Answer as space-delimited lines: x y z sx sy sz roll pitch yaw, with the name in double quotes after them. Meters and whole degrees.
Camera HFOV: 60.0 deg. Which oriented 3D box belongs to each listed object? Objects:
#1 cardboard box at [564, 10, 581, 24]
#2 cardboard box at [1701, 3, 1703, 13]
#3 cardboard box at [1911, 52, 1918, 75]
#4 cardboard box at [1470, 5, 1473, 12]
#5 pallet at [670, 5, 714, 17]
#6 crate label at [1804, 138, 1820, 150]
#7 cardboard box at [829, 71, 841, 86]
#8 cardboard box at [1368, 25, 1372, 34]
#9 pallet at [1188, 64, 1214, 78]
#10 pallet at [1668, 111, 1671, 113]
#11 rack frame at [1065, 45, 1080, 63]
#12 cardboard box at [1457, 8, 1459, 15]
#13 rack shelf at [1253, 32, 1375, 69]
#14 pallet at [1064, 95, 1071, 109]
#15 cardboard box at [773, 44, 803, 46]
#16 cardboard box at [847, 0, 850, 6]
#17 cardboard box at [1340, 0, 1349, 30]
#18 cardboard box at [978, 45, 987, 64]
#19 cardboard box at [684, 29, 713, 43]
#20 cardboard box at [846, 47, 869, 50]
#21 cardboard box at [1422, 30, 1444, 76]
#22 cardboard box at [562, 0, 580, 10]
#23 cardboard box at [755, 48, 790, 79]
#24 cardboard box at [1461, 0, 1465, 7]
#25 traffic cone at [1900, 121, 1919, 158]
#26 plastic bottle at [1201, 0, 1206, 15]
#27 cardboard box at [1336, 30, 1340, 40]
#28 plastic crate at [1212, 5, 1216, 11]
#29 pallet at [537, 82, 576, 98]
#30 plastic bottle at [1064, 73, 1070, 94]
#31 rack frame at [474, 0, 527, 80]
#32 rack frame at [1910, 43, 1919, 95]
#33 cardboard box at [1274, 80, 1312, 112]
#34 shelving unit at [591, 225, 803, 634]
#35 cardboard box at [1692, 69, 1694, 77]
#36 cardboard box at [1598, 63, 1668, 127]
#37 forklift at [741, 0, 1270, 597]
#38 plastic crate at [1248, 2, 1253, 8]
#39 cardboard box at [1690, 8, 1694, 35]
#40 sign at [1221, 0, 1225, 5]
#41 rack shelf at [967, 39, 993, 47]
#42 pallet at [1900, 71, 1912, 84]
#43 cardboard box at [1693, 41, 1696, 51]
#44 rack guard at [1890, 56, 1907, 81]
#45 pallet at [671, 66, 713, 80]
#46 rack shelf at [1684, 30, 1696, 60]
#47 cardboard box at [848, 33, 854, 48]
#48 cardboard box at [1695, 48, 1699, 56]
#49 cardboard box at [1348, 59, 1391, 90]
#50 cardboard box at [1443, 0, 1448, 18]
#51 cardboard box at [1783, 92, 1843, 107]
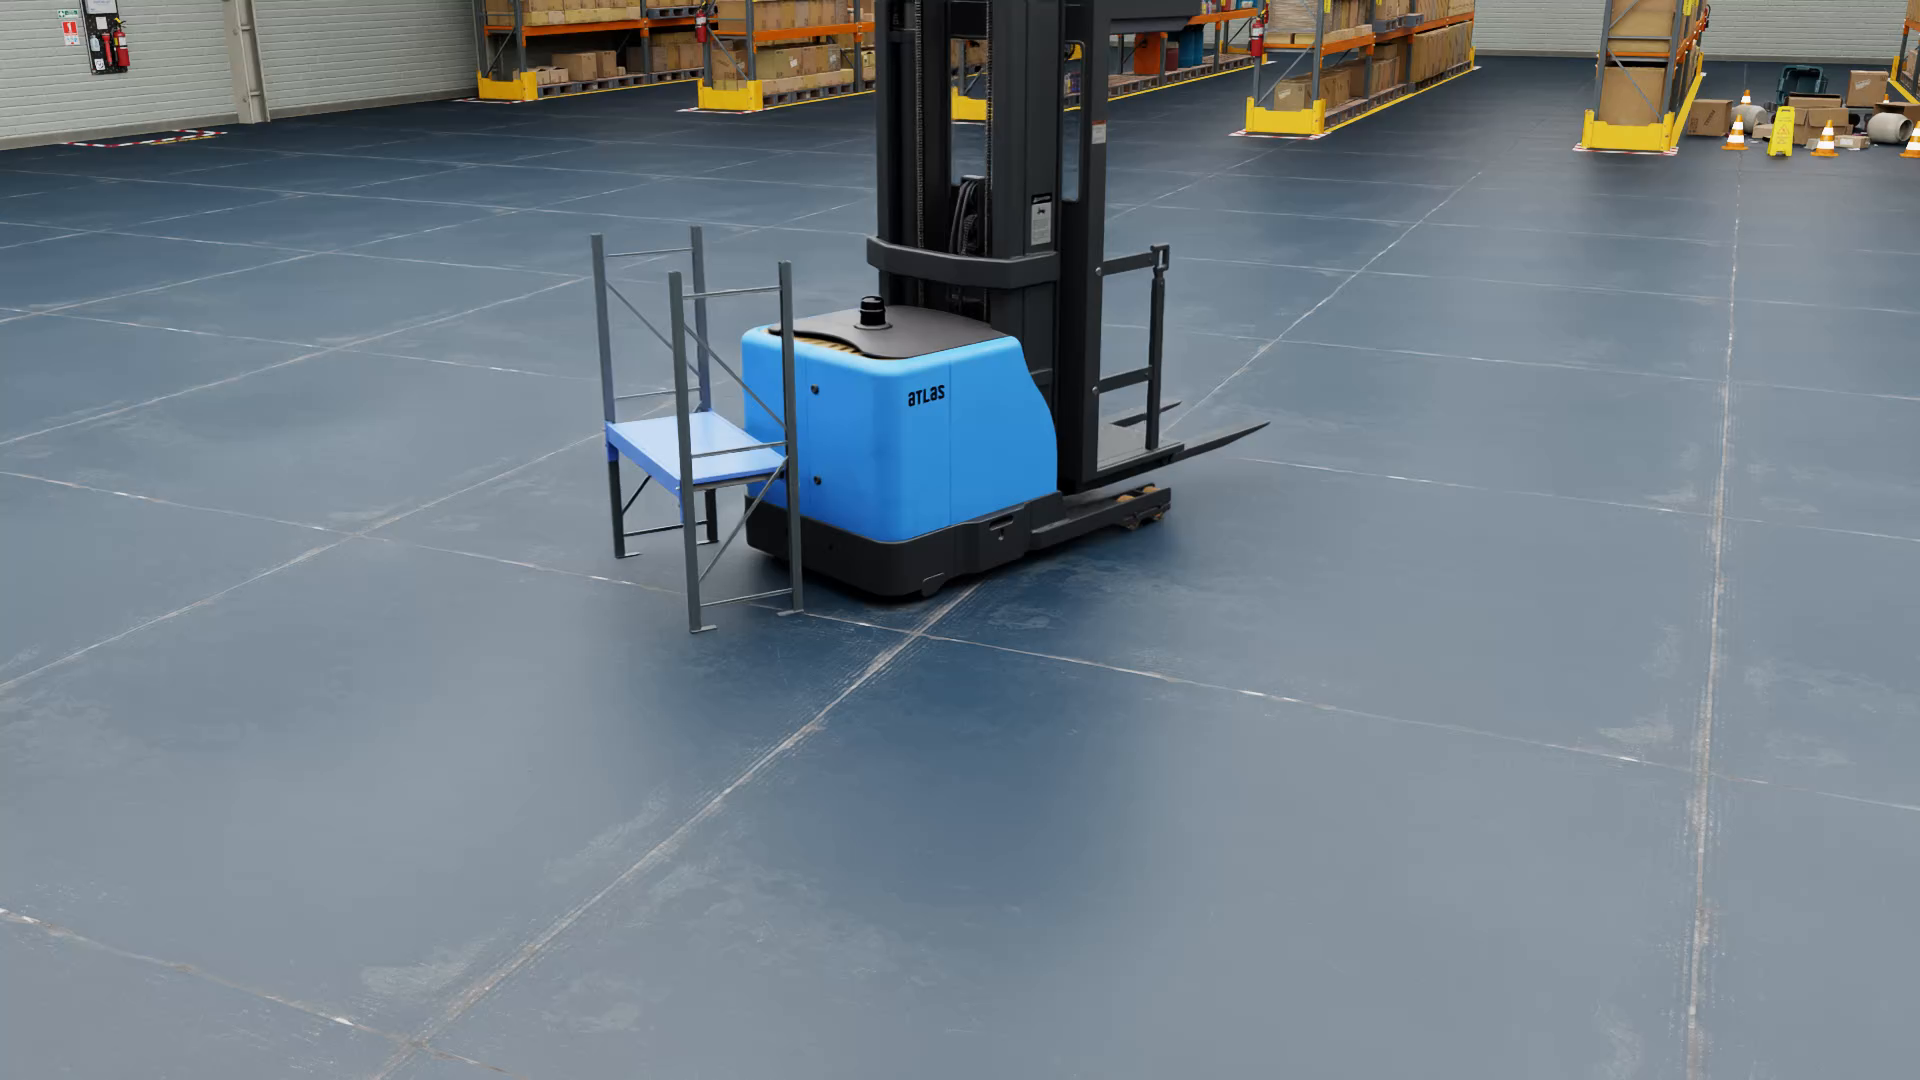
-7.669 -10.104 32.098 0.500 0.250 0.500 8 21 22 "cardboard box"
14.815 -10.966 33.734 0.500 0.500 0.500 8 21 22 "cardboard box"
20.031 -9.731 34.051 0.875 0.438 0.875 9 22 24 "cardboard box"
11.586 -12.244 38.296 0.380 0.149 0.250 9 21 23 "cardboard box"
-6.070 -11.489 36.083 1.003 0.211 1.213 9 21 23 "pallet"
12.138 -5.602 23.517 0.250 0.136 0.298 -2 20 -5 "crate label"
-2.618 -8.867 31.903 0.500 0.250 0.500 9 21 23 "cardboard box"
6.802 -8.703 28.340 0.380 0.149 0.250 9 21 23 "cardboard box"
5.026 -10.509 37.204 1.003 0.211 1.213 9 21 23 "pallet"
10.723 -6.681 26.440 1.003 0.211 1.213 9 21 23 "pallet"
2.104 -9.608 30.507 1.000 3.000 0.127 9 21 23 "rack frame"
10.748 -11.620 36.540 0.380 0.149 0.250 8 21 22 "cardboard box"
5.803 -7.978 26.998 1.077 0.370 4.000 9 21 23 "rack shelf"
1.292 -7.720 29.361 1.003 0.211 1.213 9 21 23 "pallet"
-3.299 -9.139 31.549 0.500 0.500 0.500 9 21 23 "cardboard box"
-3.118 -13.940 42.241 0.980 0.700 0.700 8 21 21 "cardboard box"
5.789 -8.524 26.868 0.875 0.500 0.500 9 21 23 "cardboard box"
0.300 -11.114 37.818 0.500 0.500 0.500 8 21 21 "cardboard box"
-5.835 -11.180 36.883 0.500 0.250 0.500 9 21 24 "cardboard box"
-2.096 -9.930 34.054 0.500 0.311 0.500 8 21 23 "cardboard box"
9.289 -10.099 34.432 1.225 0.875 0.875 8 21 21 "cardboard box"
-7.674 -10.448 31.945 0.500 0.500 0.500 8 21 21 "cardboard box"
-3.426 -8.608 30.054 0.500 0.500 0.500 9 21 23 "cardboard box"
10.954 -12.011 37.045 0.500 0.250 0.500 9 21 23 "cardboard box"
13.025 -5.459 22.627 0.336 0.463 0.334 9 21 23 "traffic cone"
5.302 -11.704 36.476 0.144 0.351 0.185 9 21 23 "plastic bottle"
5.824 -8.024 26.430 0.380 0.149 0.250 9 21 23 "cardboard box"
5.701 -12.080 37.763 0.396 0.136 0.243 9 21 23 "plastic crate"
-8.177 -8.697 32.109 1.003 0.211 1.213 9 21 23 "pallet"
1.892 -8.173 29.770 0.144 0.351 0.185 8 21 22 "plastic bottle"
-8.573 -9.744 30.891 1.000 3.000 0.127 9 21 23 "rack frame"
18.939 -10.014 31.649 1.000 3.000 0.127 9 21 23 "rack frame"
5.255 -6.914 26.037 0.500 0.500 0.500 13 23 33 "cardboard box"
-1.140 -0.512 7.171 0.538 1.500 1.048 -10 22 -27 "shelving unit"
14.824 -9.584 34.069 0.380 0.149 0.250 8 21 20 "cardboard box"
9.685 -6.407 24.052 0.875 0.875 0.875 9 21 23 "cardboard box"
0.403 -1.542 7.931 1.130 2.935 3.031 18 27 42 "forklift"
6.849 -12.906 40.085 0.396 0.136 0.243 9 21 23 "plastic crate"
11.773 -8.542 27.361 0.500 0.500 0.500 9 21 23 "cardboard box"
5.881 -12.107 37.124 0.100 0.325 0.005 9 21 23 "sign"
1.285 -8.657 28.909 1.077 0.370 4.000 9 21 23 "rack shelf"
20.321 -9.667 34.837 1.003 0.211 1.213 9 21 23 "pallet"
14.085 -9.618 32.521 0.500 0.250 0.500 10 22 25 "cardboard box"
20.587 -10.066 35.527 1.175 0.500 0.348 9 21 23 "rack guard"
-6.119 -10.266 36.519 1.003 0.211 1.213 9 21 23 "pallet"
11.925 -8.489 28.435 1.077 0.370 4.000 9 21 23 "rack shelf"
-3.050 -12.800 42.588 0.700 0.500 0.500 8 21 22 "cardboard box"
15.666 -10.497 35.750 0.380 0.149 0.250 9 22 25 "cardboard box"
7.563 -8.627 30.824 0.700 0.500 0.500 11 22 27 "cardboard box"
9.956 -11.240 34.949 0.500 0.500 0.500 9 21 23 "cardboard box"
12.810 -6.404 25.024 0.797 0.637 0.503 9 21 23 "cardboard box"
